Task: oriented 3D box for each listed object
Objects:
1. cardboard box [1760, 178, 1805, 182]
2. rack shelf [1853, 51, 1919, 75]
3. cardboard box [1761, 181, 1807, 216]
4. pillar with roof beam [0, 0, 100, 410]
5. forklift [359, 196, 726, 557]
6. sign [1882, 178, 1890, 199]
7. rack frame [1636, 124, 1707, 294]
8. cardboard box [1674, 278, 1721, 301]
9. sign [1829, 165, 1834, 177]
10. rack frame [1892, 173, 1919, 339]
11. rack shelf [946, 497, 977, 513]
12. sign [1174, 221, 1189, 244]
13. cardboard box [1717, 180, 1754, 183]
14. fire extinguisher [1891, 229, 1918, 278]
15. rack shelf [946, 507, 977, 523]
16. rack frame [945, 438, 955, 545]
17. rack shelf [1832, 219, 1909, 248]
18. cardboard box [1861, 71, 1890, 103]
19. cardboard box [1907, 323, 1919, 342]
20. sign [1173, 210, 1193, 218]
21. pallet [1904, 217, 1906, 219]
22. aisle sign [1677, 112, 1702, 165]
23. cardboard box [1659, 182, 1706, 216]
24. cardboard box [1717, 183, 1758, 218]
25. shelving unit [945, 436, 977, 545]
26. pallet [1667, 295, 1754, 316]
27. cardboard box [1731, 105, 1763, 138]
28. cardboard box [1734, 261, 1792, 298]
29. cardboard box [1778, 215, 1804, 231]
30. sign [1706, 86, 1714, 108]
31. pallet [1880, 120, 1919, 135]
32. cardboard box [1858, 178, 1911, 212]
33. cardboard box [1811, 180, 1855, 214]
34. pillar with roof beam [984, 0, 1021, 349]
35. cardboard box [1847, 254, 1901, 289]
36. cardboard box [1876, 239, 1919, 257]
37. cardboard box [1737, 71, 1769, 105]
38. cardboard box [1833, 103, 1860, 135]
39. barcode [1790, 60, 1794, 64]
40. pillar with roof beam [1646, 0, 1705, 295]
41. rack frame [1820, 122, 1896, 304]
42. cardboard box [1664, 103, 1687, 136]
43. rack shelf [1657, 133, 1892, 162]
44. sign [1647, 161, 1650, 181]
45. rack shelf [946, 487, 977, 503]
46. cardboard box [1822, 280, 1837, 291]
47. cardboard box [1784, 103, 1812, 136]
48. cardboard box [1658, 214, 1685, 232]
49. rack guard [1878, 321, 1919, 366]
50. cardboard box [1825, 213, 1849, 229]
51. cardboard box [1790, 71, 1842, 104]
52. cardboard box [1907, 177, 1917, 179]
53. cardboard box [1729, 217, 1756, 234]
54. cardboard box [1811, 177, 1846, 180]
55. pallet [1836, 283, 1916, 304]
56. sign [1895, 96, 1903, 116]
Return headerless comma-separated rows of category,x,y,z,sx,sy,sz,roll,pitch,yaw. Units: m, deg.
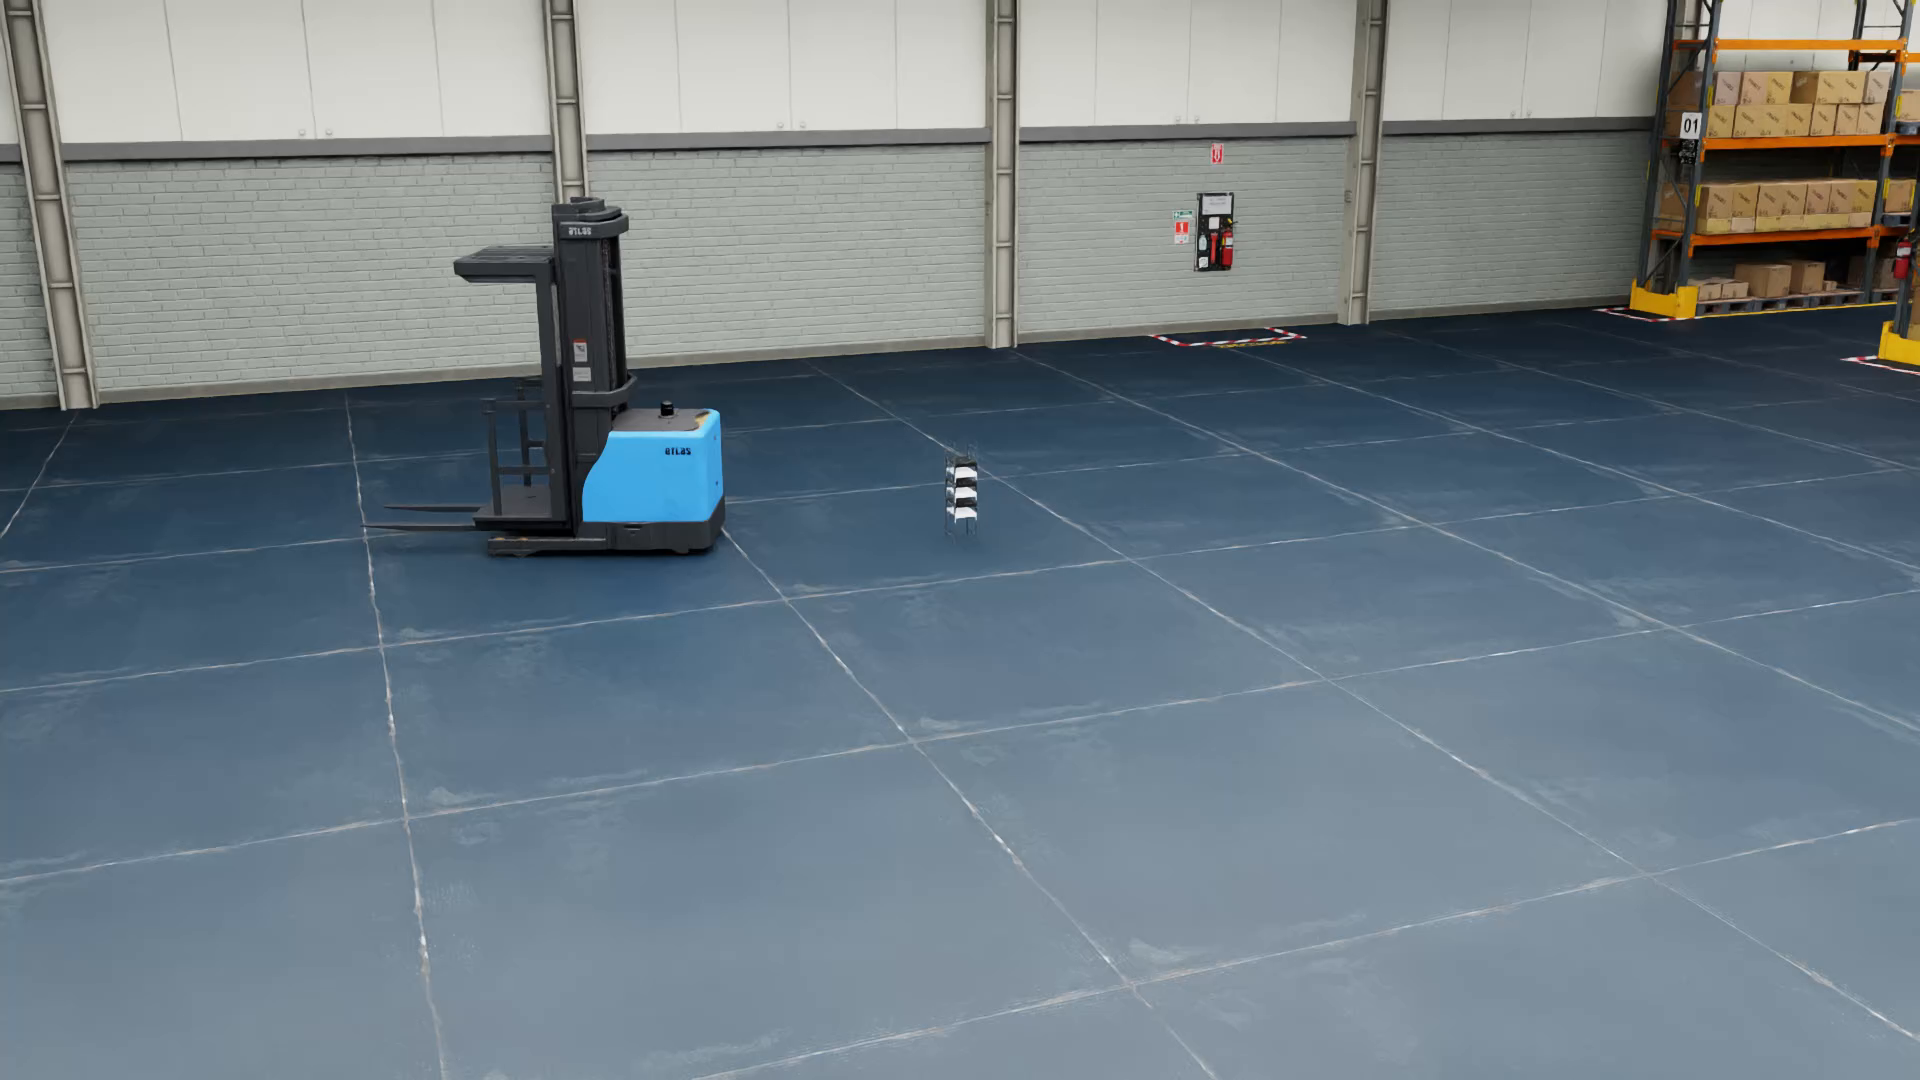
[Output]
cardboard box,13.725,-5.776,27.844,0.500,0.500,0.500,-6,17,-19
rack shelf,17.058,-8.114,28.245,4.000,0.370,1.077,-6,17,-20
cardboard box,13.436,-5.587,27.200,0.500,0.500,0.500,-6,17,-18
pillar with roof beam,-9.071,-4.792,14.946,0.400,9.000,9.100,-6,17,-20
forklift,-3.630,-1.410,14.197,3.031,2.935,1.130,0,16,0
sign,15.392,-5.844,27.640,0.005,0.325,0.100,-6,17,-20
rack frame,11.455,-5.168,26.873,0.127,3.000,1.000,-6,17,-20
cardboard box,12.134,-4.135,27.346,0.500,0.311,0.500,-8,18,-26
sign,14.989,-6.272,28.579,0.005,0.325,0.100,-6,17,-20
rack frame,13.231,-3.865,22.436,0.127,3.000,1.000,-6,17,-20
rack shelf,0.008,-0.314,14.509,0.200,0.077,0.258,-6,17,-20
sign,3.322,-4.610,24.911,0.234,0.329,0.001,-6,17,-20
cardboard box,12.774,-5.670,27.483,0.500,0.500,0.500,-7,18,-22
fire extinguisher,12.955,-3.938,22.822,0.183,0.674,0.296,-6,17,-20
rack shelf,0.008,-0.228,14.534,0.200,0.077,0.258,-6,17,-20
rack frame,-0.087,-0.422,14.439,0.006,0.900,0.240,-6,17,-20
rack shelf,17.058,-5.428,29.034,4.000,0.370,1.077,-6,17,-20
cardboard box,14.820,-7.426,27.251,0.500,0.500,0.500,-8,18,-25
cardboard box,13.627,-2.879,23.213,0.500,0.250,0.500,-6,17,-20
sign,3.330,-4.863,24.830,0.331,0.109,0.001,-6,17,-20
pallet,17.092,-5.672,28.930,1.213,0.211,1.003,-6,17,-20
aisle sign,11.496,-6.329,26.213,0.004,0.787,0.394,-6,17,-20
cardboard box,11.820,-5.569,27.138,0.500,0.500,0.500,-6,18,-21
cardboard box,12.474,-5.482,26.841,0.500,0.500,0.500,-6,17,-20
shelving unit,0.008,-0.433,14.474,0.210,0.900,0.258,-6,17,-20
pallet,12.298,-3.910,27.539,1.213,0.211,1.003,-6,17,-20
cardboard box,12.371,-6.677,26.476,0.500,0.500,0.500,-5,17,-16
cardboard box,13.369,-4.344,27.723,0.500,0.500,0.700,-7,18,-24
cardboard box,13.455,-5.227,27.306,0.500,0.250,0.500,-6,17,-20
sign,11.650,-6.884,25.841,0.005,0.325,0.100,-6,17,-20
pallet,15.805,-6.954,27.966,1.003,0.211,1.213,-6,17,-20
cardboard box,15.678,-5.873,28.314,0.500,0.500,0.700,-6,17,-20
cardboard box,14.396,-5.688,27.543,0.500,0.500,0.500,-6,17,-20
pillar with roof beam,2.135,-6.002,19.066,0.400,9.000,9.100,-6,17,-20
cardboard box,15.872,-4.661,28.804,0.500,0.500,0.700,-6,17,-18
cardboard box,16.282,-5.067,28.852,0.500,0.250,0.500,-7,18,-21
cardboard box,12.389,-7.157,26.334,0.500,0.500,0.500,-6,18,-21
cardboard box,14.331,-6.904,27.249,0.500,0.500,0.500,-8,18,-25
barcode,13.739,-7.895,27.464,0.075,0.075,0.001,-6,17,-20
pillar with roof beam,13.340,-7.212,23.186,0.400,9.000,9.100,-6,17,-20
rack frame,15.191,-5.571,28.246,0.127,3.000,1.000,-6,17,-20
cardboard box,11.755,-6.773,26.803,0.500,0.500,0.500,-5,17,-16
rack shelf,13.323,-6.464,27.238,4.000,0.370,1.077,-6,17,-20
sign,11.276,-6.023,27.169,0.005,0.325,0.100,-6,17,-20
rack shelf,0.008,-0.401,14.484,0.200,0.077,0.258,-6,17,-20
cardboard box,14.702,-4.361,28.373,0.250,0.166,0.380,-9,18,-27
cardboard box,13.348,-6.790,26.861,0.500,0.500,0.500,-5,17,-17
cardboard box,11.823,-5.204,27.225,0.500,0.250,0.500,-6,17,-19
rack guard,13.209,-2.663,22.780,0.348,0.500,1.175,-6,17,-20
cardboard box,14.389,-5.333,27.666,0.500,0.250,0.500,-6,17,-20
cardboard box,13.828,-7.312,26.864,0.500,0.500,0.500,-7,18,-22
cardboard box,16.806,-6.002,28.754,0.500,0.500,0.700,-4,17,-12
cardboard box,12.505,-5.127,26.965,0.500,0.250,0.500,-7,18,-22
cardboard box,14.677,-5.876,28.184,0.500,0.500,0.500,-7,18,-21
pallet,15.917,-4.312,28.907,1.213,0.211,1.003,-6,17,-20
sign,15.392,-7.116,27.267,0.005,0.325,0.100,-6,17,-20
